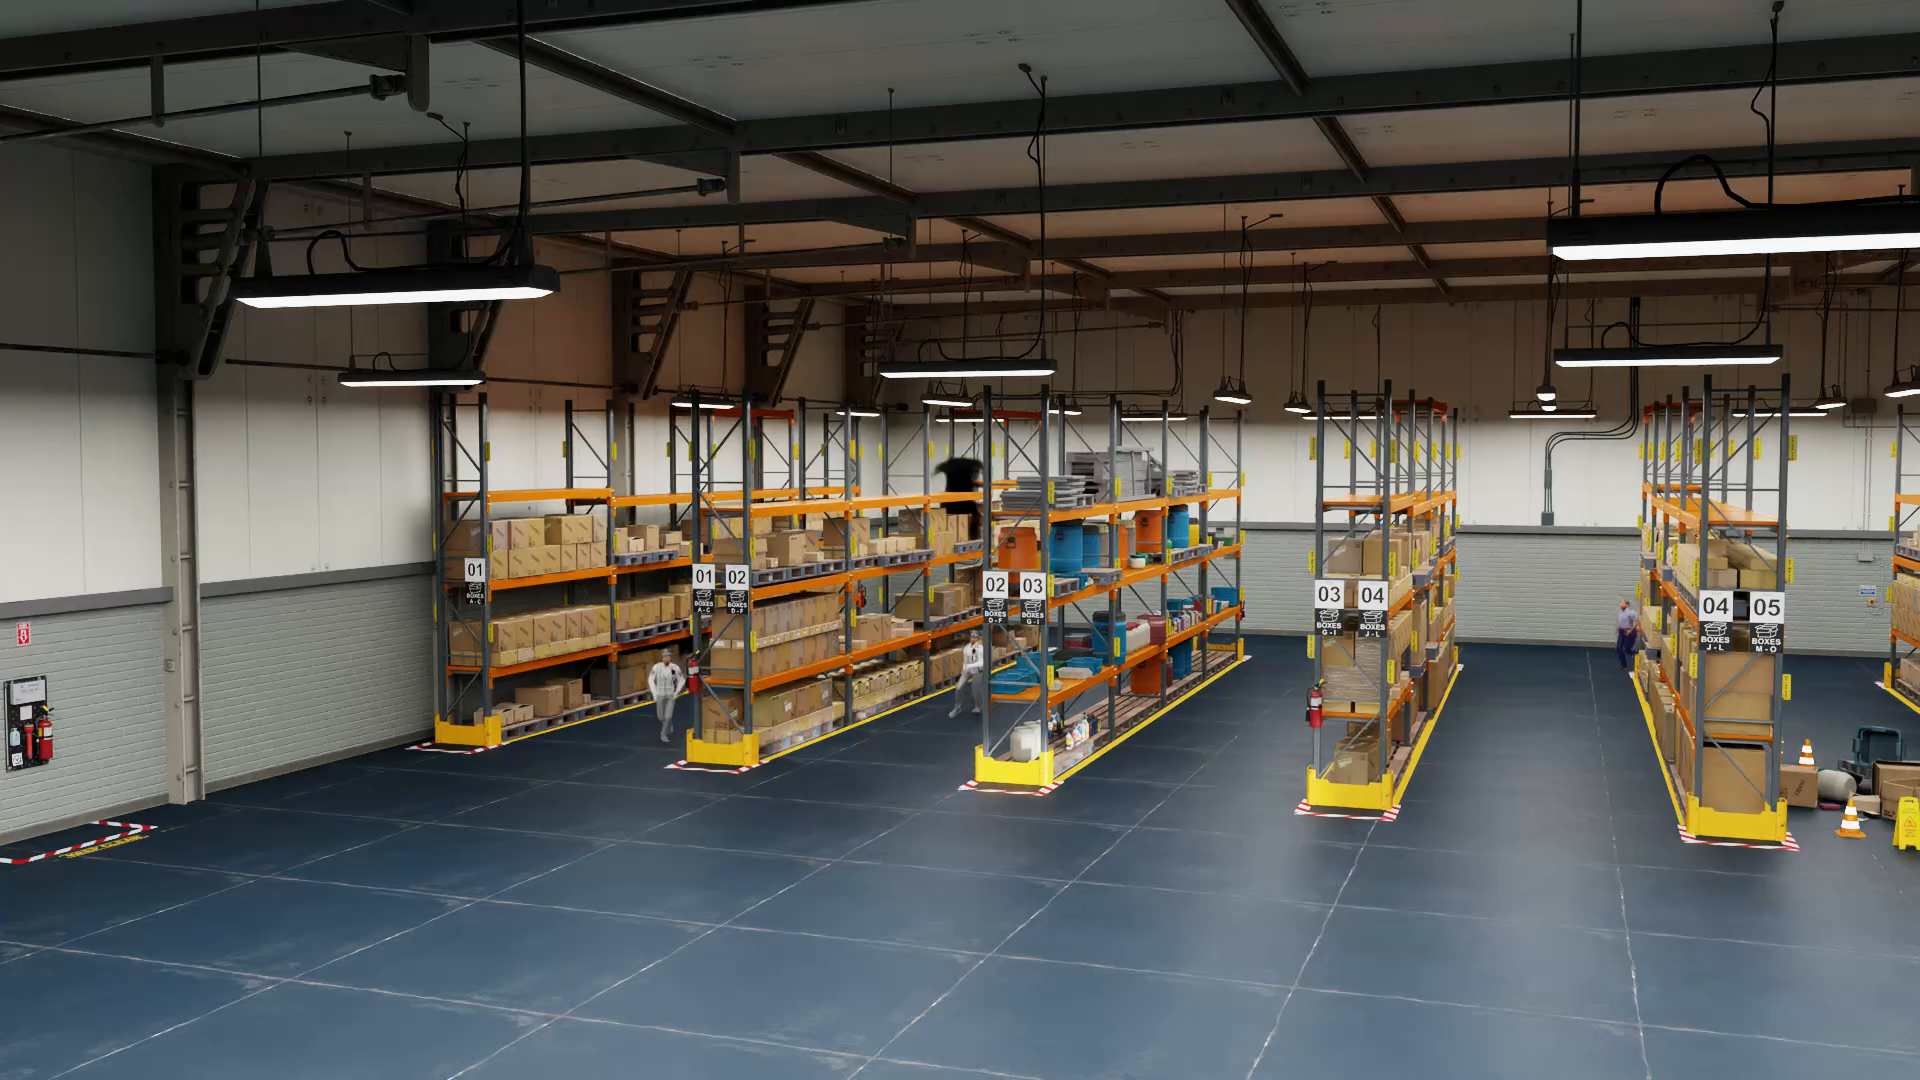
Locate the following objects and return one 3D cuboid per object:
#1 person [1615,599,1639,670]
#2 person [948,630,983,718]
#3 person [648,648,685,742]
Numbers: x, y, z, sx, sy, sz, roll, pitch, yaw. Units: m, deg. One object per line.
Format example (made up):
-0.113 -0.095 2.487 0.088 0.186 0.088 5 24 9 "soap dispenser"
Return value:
15.400 2.174 38.197 0.638 1.647 0.607 -1 3 -20 "person"
0.228 2.498 31.227 0.662 1.663 0.787 2 4 33 "person"
-5.070 2.664 28.758 0.618 1.632 0.522 0 3 -3 "person"
